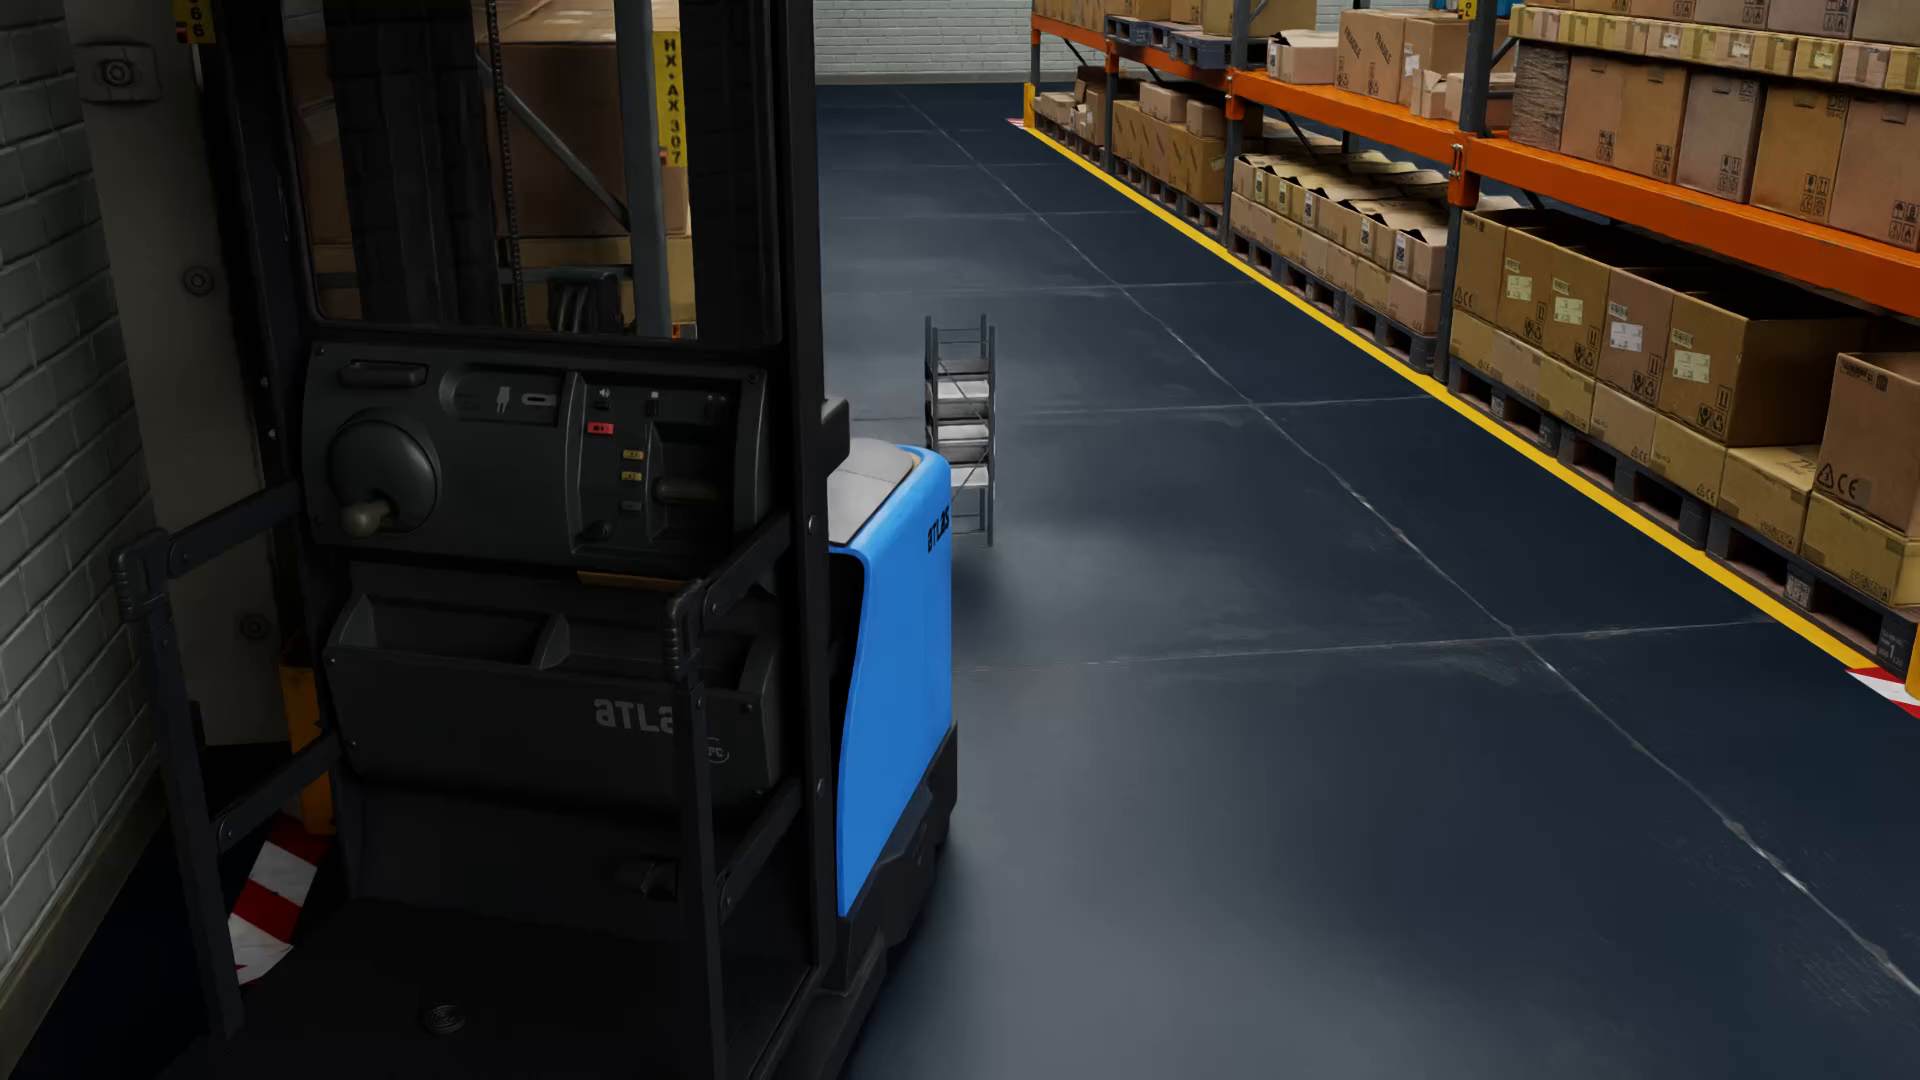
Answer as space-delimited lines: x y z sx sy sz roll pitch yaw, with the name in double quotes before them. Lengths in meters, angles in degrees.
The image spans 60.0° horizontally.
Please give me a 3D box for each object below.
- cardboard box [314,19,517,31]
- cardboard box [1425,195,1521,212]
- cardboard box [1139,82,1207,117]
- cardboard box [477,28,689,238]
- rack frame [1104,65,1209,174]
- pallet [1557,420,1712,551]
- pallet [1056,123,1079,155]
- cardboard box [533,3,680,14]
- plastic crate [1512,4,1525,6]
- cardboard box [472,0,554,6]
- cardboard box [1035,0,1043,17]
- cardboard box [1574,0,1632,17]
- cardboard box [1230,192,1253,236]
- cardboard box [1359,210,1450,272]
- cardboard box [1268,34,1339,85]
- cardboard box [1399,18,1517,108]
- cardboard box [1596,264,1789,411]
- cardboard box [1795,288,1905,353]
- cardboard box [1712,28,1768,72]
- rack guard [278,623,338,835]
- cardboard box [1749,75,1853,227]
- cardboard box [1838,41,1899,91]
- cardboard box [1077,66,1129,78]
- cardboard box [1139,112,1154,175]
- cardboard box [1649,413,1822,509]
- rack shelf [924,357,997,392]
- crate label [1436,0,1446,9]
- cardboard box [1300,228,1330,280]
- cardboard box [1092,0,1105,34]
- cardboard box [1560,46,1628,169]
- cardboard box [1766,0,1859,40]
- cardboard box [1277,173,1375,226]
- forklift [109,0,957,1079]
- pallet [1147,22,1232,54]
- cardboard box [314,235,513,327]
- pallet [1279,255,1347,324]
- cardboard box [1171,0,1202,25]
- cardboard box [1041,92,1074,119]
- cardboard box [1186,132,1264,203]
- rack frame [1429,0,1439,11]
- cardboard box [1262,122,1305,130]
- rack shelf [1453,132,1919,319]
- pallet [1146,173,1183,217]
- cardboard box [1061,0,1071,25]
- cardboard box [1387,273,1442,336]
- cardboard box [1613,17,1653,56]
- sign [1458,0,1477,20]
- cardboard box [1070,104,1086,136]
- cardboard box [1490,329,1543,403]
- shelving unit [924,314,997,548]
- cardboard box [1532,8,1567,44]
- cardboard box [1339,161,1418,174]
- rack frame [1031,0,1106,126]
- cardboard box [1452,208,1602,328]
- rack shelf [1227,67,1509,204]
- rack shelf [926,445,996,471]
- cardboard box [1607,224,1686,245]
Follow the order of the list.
"cardboard box" -1.582 -1.274 4.954 0.500 0.500 0.500 -3 21 -7
"cardboard box" 3.128 -1.972 10.237 0.500 0.311 0.500 -4 21 -10
"cardboard box" 1.903 -3.923 14.803 0.500 0.250 0.500 -3 21 -8
"cardboard box" -1.013 -1.127 4.561 0.500 0.500 0.500 -3 21 -8
"rack frame" 1.930 -5.062 15.983 1.000 3.000 0.127 -3 21 -8
"pallet" 3.336 -0.285 7.178 1.003 0.211 1.213 -3 21 -8
"pallet" 1.653 -4.417 18.241 1.003 0.211 1.213 -3 21 -8
"cardboard box" -1.228 -1.656 5.977 0.500 0.500 0.500 -2 21 -6
"plastic crate" 6.284 -5.803 18.257 0.293 0.136 0.466 -3 21 -8
"cardboard box" -1.819 -1.806 6.379 0.500 0.500 0.500 -2 21 -6
"cardboard box" 1.157 -6.327 19.226 0.500 0.500 0.500 -2 21 -7
"cardboard box" 3.228 -2.619 7.443 0.700 0.500 0.500 -3 21 -8
"cardboard box" 2.292 -2.390 12.157 0.500 0.250 0.500 -3 21 -8
"cardboard box" 2.660 -1.769 9.694 0.500 0.311 0.500 -2 21 -6
"cardboard box" 2.444 -3.316 11.435 0.500 0.311 0.500 -3 21 -8
"cardboard box" 2.913 -2.788 9.752 0.500 0.500 0.500 -1 21 -4
"cardboard box" 3.059 -0.857 6.981 0.500 0.500 0.500 -3 21 -8
"cardboard box" 3.644 -0.710 6.587 0.500 0.500 0.500 -3 21 -8
"cardboard box" 3.191 -1.918 6.494 0.380 0.149 0.250 -3 21 -8
"rack guard" -1.252 0.488 4.694 1.175 0.500 0.348 -3 21 -8
"cardboard box" 3.459 -1.470 6.223 0.700 0.500 0.500 -3 21 -7
"cardboard box" 3.306 -1.647 5.769 0.380 0.149 0.250 -3 21 -7
"cardboard box" 1.676 -5.306 19.580 0.500 0.500 0.500 -3 21 -8
"cardboard box" 1.912 -3.560 14.904 0.500 0.500 0.500 -3 21 -7
"cardboard box" 3.133 -0.332 6.648 0.500 0.250 0.500 -3 21 -8
"rack shelf" -0.001 -0.646 6.483 0.258 0.077 0.200 -3 21 -8
"crate label" 5.966 -6.543 20.102 0.416 0.233 0.303 -3 21 -8
"cardboard box" 2.520 -1.858 10.735 0.500 0.250 0.500 -2 21 -7
"cardboard box" 1.604 -5.269 16.394 0.500 0.500 0.500 -3 21 -7
"cardboard box" 3.236 -2.004 7.650 0.700 0.500 0.500 -3 21 -8
"cardboard box" 3.443 -2.099 6.052 0.700 0.500 0.500 -3 21 -8
"cardboard box" 2.447 -2.294 11.100 0.500 0.311 0.500 -3 21 -9
"forklift" -0.855 -0.147 2.921 1.130 2.935 3.031 5 21 13
"pallet" 2.222 -4.260 14.110 1.003 0.211 1.213 -3 21 -8
"cardboard box" -1.500 -0.747 4.616 0.500 0.250 0.500 -3 21 -7
"pallet" 2.760 -1.662 10.866 1.003 0.211 1.213 -3 21 -8
"cardboard box" 2.246 -4.697 14.262 0.700 0.500 0.500 -8 22 -21
"cardboard box" 1.224 -4.989 19.089 0.500 0.250 0.500 -3 21 -8
"cardboard box" 2.140 -3.024 13.470 0.500 0.500 0.500 -2 21 -6
"rack frame" 6.256 -6.696 20.356 1.000 3.000 0.127 -3 21 -8
"cardboard box" 2.576 -3.239 14.046 0.500 0.500 0.500 -3 21 -8
"rack shelf" 3.372 -1.263 6.838 1.077 0.370 4.000 -3 21 -8
"pallet" 2.264 -3.053 14.588 1.003 0.211 1.213 -3 21 -8
"cardboard box" 1.376 -5.802 17.819 0.500 0.500 0.500 -3 21 -7
"cardboard box" 2.737 -1.330 9.319 0.500 0.250 0.500 -3 21 -8
"cardboard box" 3.079 -2.187 7.213 0.380 0.149 0.250 -4 21 -10
"sign" 2.548 -2.767 8.295 0.100 0.325 0.005 -3 21 -8
"cardboard box" 1.459 -4.451 17.561 0.500 0.311 0.500 -3 21 -8
"cardboard box" 2.917 -0.852 8.039 0.500 0.250 0.500 -3 21 -8
"shelving unit" -0.001 -0.424 6.566 0.258 0.900 0.210 -3 21 -8
"cardboard box" 2.967 -2.453 7.928 0.380 0.149 0.250 -3 21 -7
"cardboard box" 2.908 -2.500 11.651 0.500 0.311 0.500 -3 21 -9
"rack frame" 1.354 -6.447 19.691 1.000 3.000 0.127 -3 21 -8
"cardboard box" 2.841 -1.376 8.371 0.500 0.500 0.500 -3 21 -8
"rack shelf" 2.795 -2.648 10.546 1.077 0.370 4.000 -3 21 -8
"rack shelf" -0.001 -0.309 6.609 0.258 0.077 0.200 -3 21 -8
"cardboard box" 3.427 -1.229 7.977 0.500 0.500 0.500 -3 21 -8
